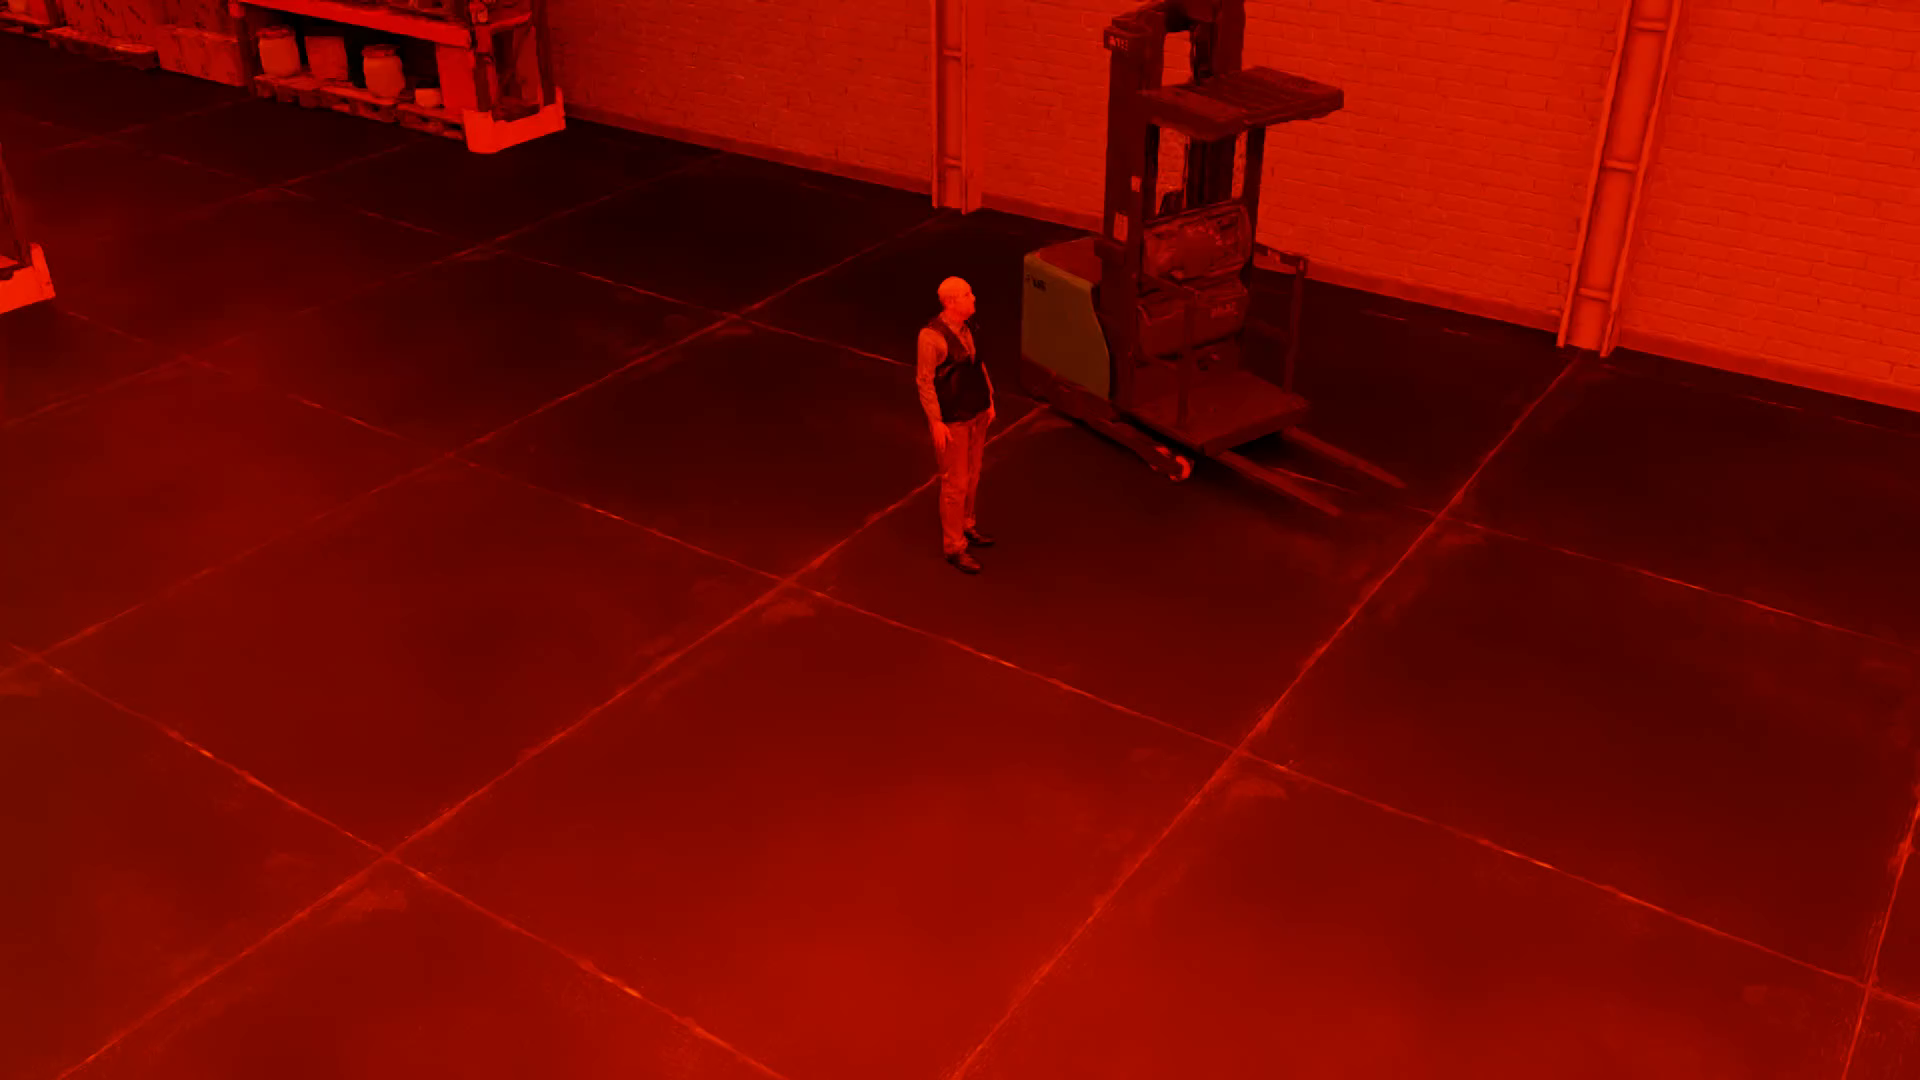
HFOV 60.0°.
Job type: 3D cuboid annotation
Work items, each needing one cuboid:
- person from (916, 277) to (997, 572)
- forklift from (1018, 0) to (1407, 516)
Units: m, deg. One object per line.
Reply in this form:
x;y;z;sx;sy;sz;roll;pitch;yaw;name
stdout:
0.047;-0.730;10.028;0.567;1.720;0.632;19;35;29;person
1.708;-1.938;10.919;1.130;2.935;3.031;-20;36;-31;forklift
